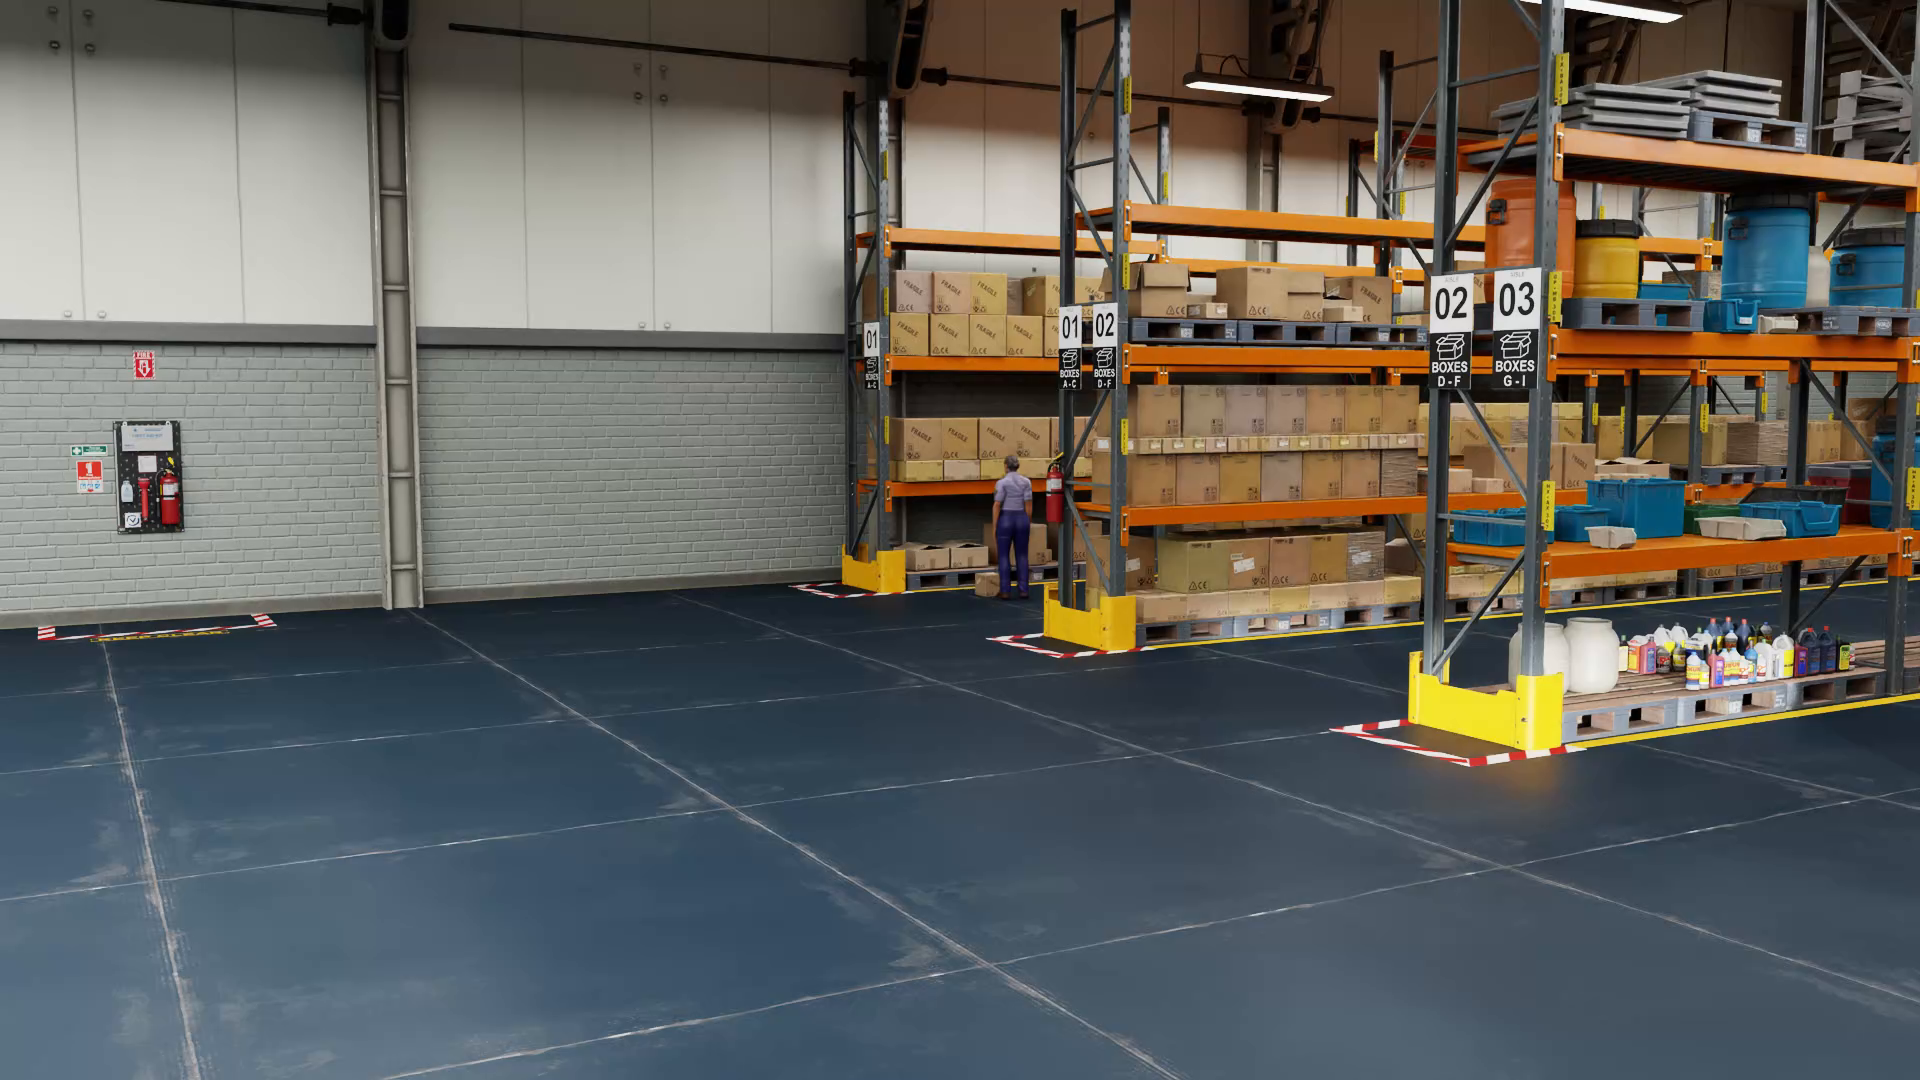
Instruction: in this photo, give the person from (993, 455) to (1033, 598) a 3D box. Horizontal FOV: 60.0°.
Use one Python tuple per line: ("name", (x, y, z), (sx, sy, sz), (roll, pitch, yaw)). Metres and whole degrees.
("person", (0.579, -0.135, 19.091), (0.490, 1.655, 0.390), (-2, 6, -21))
